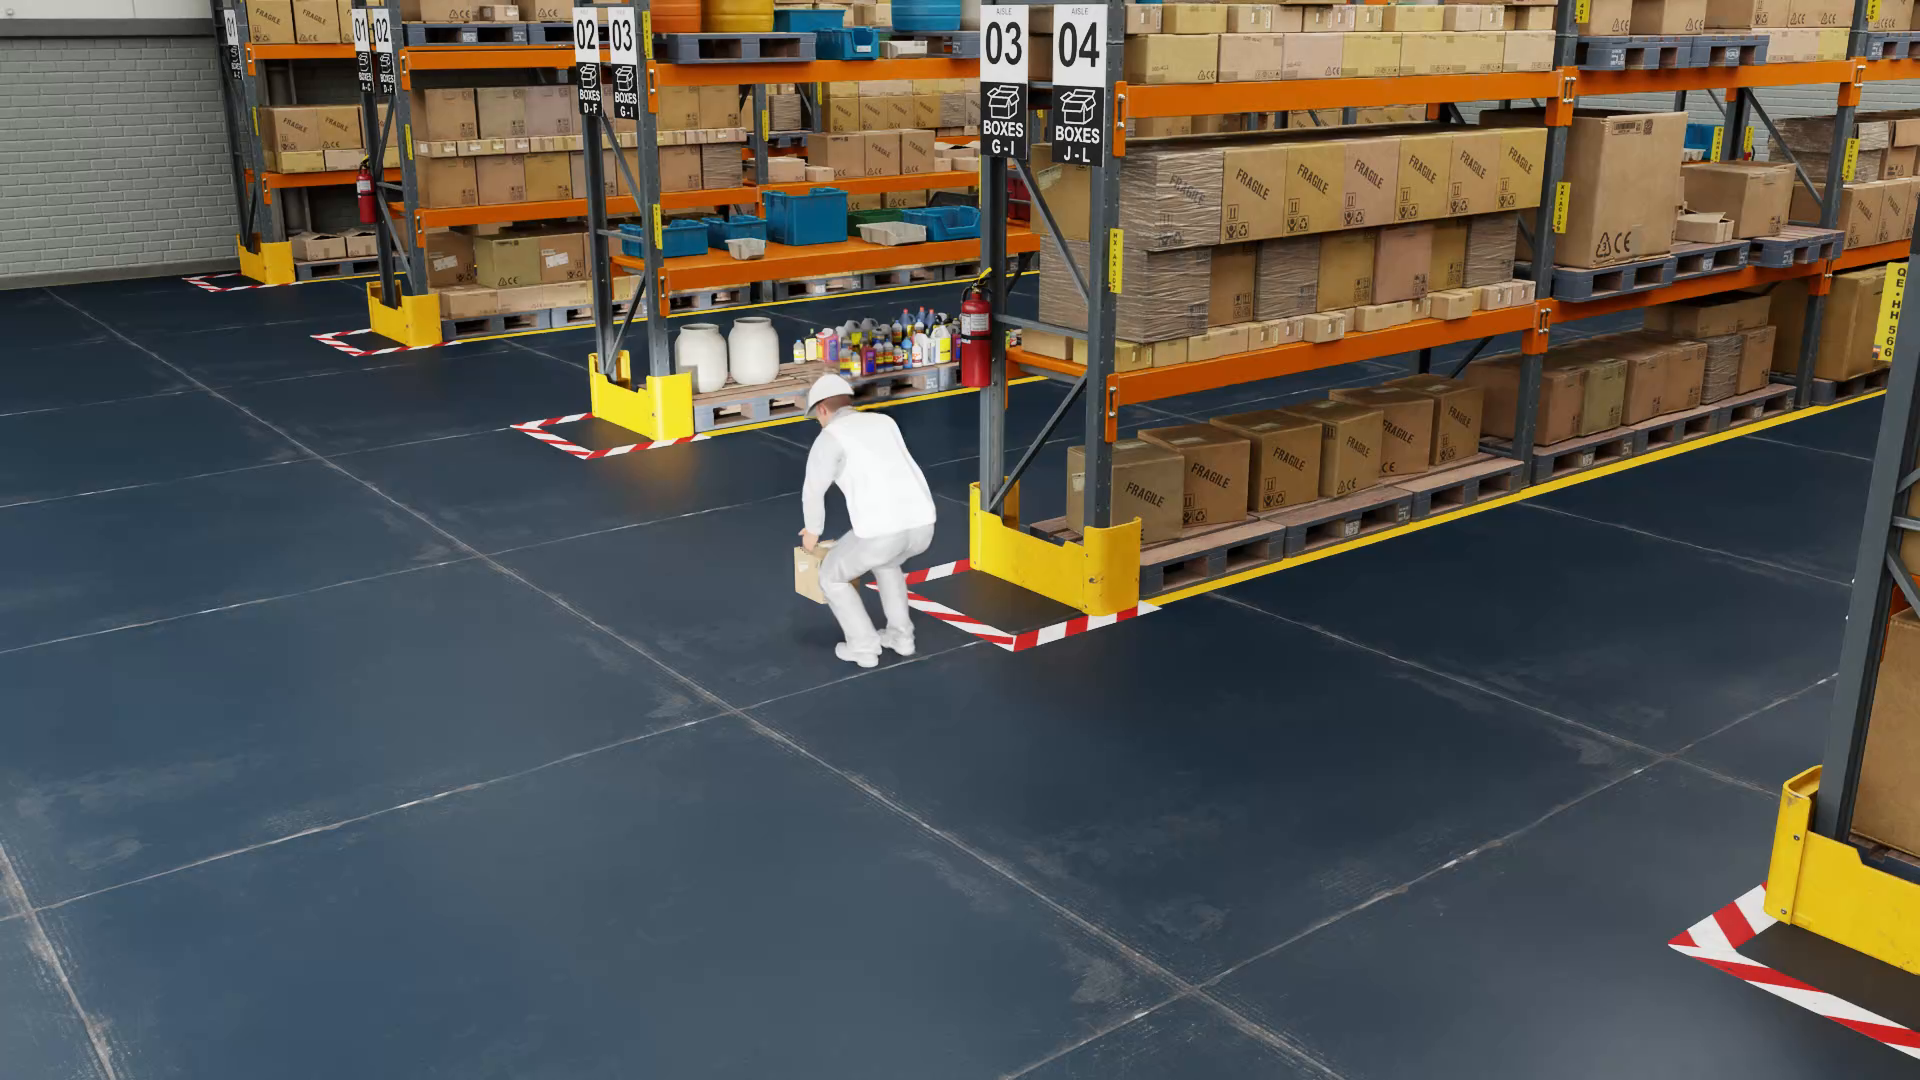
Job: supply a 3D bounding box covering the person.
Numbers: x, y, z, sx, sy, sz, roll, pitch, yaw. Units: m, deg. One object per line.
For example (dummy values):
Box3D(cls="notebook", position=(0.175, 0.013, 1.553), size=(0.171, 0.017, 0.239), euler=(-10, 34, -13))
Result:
Box3D(cls="person", position=(-0.491, -0.096, 8.400), size=(0.592, 1.422, 0.768), euler=(-13, 22, -36))
